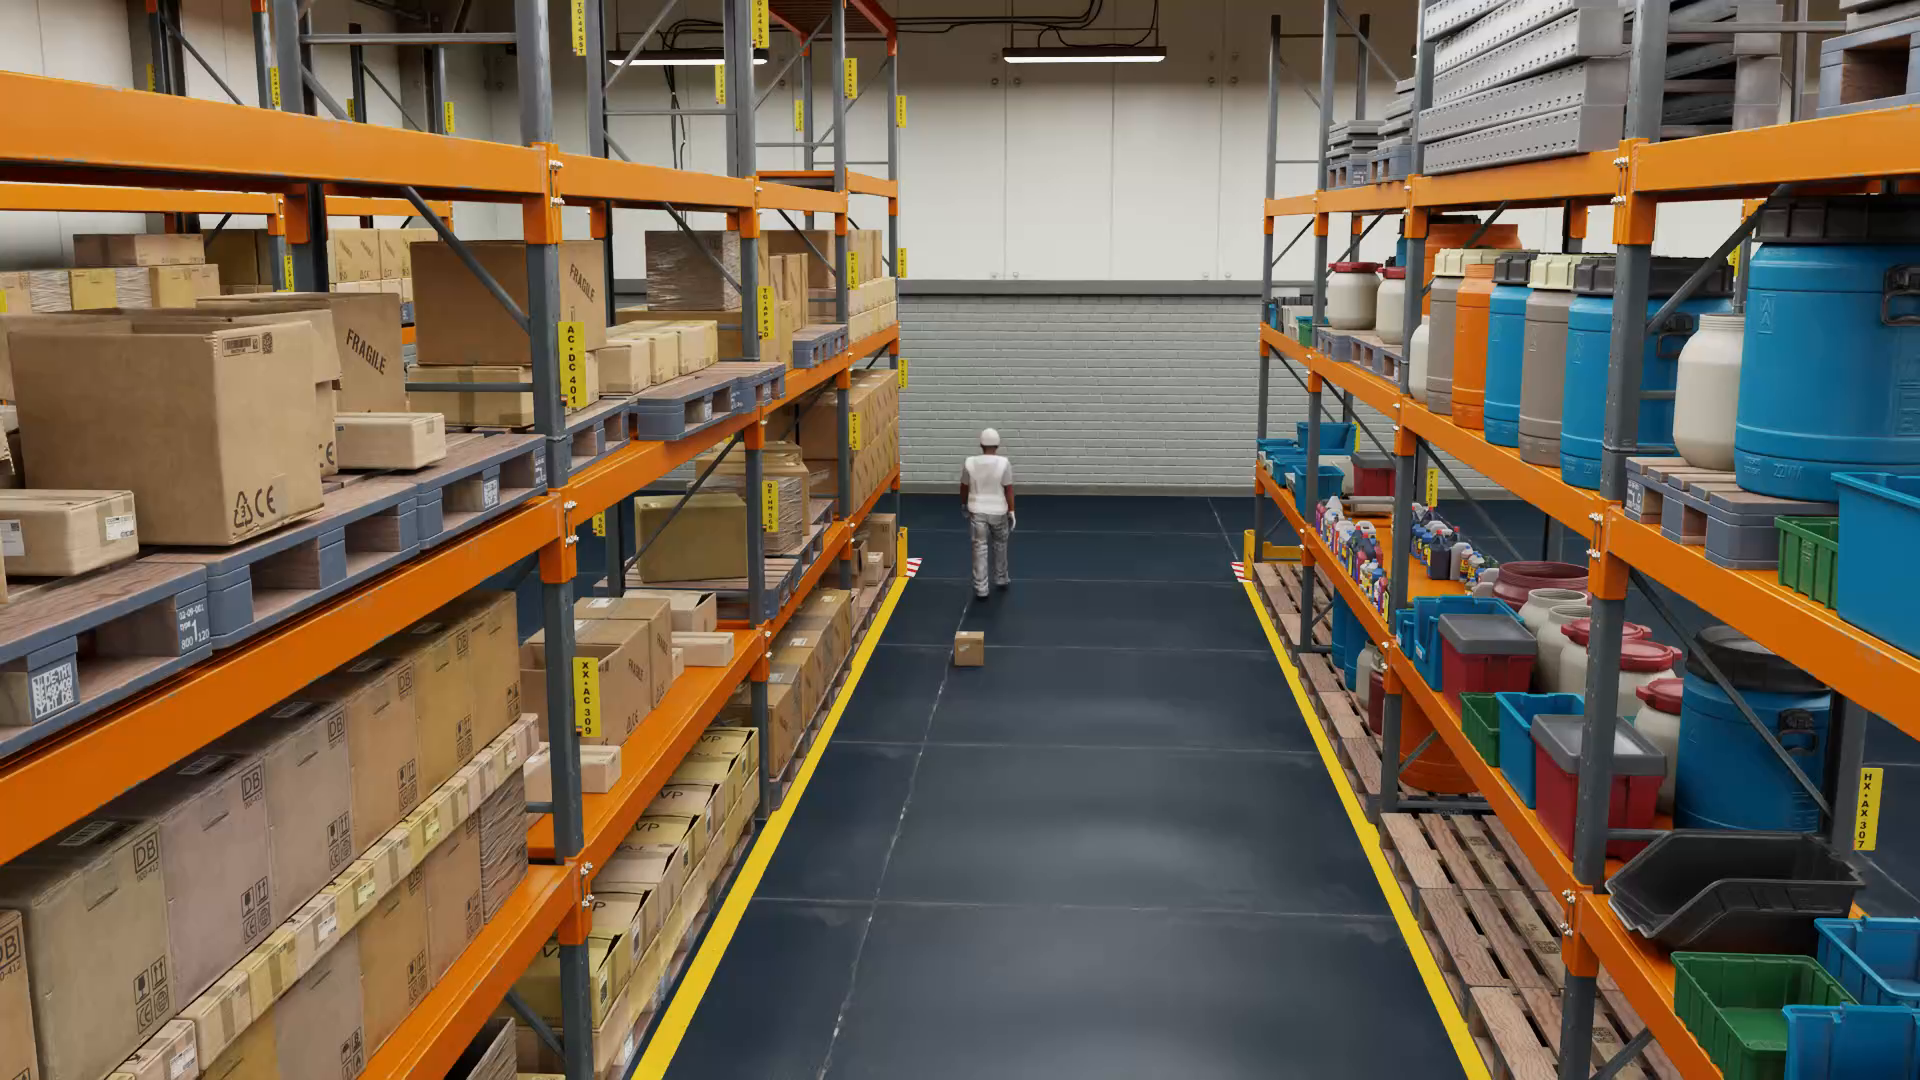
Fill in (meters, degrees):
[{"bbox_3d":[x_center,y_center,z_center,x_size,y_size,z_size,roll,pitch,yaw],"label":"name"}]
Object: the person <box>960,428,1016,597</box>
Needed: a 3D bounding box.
[{"bbox_3d":[0.304,-0.332,17.544,0.599,1.733,0.965,1,11,5],"label":"person"}]
